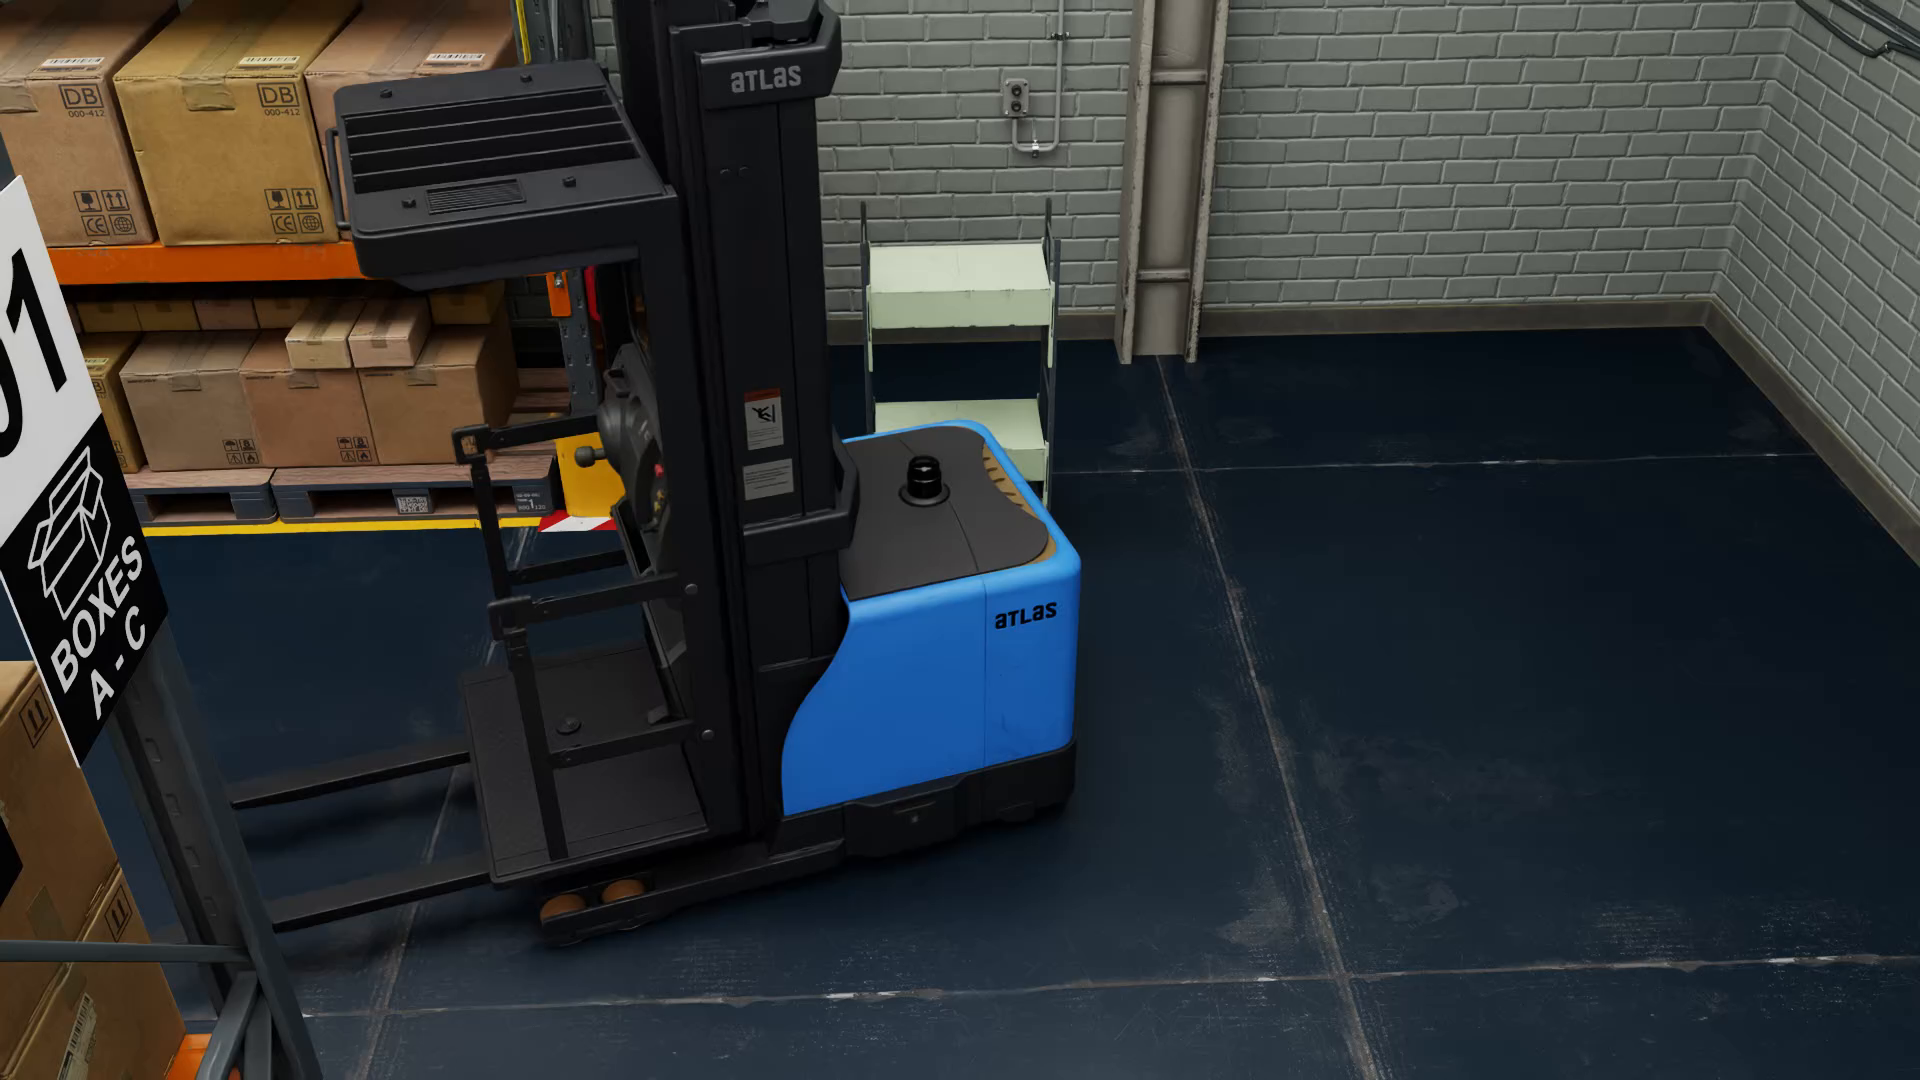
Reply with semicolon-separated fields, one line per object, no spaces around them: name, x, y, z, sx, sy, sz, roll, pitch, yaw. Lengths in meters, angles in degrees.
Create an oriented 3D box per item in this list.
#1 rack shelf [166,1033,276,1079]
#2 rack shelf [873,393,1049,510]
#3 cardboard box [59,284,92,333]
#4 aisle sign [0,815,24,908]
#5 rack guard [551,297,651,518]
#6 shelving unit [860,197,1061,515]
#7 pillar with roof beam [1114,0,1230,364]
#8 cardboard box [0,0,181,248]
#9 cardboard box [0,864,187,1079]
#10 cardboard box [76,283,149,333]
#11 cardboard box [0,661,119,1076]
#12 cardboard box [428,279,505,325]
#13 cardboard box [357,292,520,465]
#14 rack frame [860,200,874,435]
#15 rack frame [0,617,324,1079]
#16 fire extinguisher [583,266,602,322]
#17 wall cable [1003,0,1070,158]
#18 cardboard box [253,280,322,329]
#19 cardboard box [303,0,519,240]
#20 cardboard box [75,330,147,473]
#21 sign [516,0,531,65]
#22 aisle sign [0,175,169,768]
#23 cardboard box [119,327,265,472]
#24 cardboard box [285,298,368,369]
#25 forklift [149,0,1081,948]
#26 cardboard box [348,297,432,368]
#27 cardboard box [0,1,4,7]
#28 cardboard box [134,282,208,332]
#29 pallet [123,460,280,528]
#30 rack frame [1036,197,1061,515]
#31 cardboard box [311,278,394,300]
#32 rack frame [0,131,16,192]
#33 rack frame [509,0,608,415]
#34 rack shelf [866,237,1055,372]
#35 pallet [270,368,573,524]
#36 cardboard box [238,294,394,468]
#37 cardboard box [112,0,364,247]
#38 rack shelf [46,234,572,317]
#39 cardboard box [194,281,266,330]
rack shelf;-3.398;1.497;3.083;4.000;0.370;1.077;-2;35;-2
rack shelf;-0.007;-0.348;7.008;0.720;0.370;0.431;-2;35;-2
cardboard box;-3.995;-1.072;7.421;0.250;0.149;0.380;-1;35;-2
aisle sign;-1.318;0.251;1.967;0.004;0.787;0.394;-2;35;-2
rack guard;-1.615;-0.641;7.737;0.348;0.500;1.175;-2;35;-2
shelving unit;-0.007;-0.617;6.823;0.755;1.500;0.431;-2;35;-2
pillar with roof beam;1.221;-2.253;2.597;0.400;9.000;9.100;-2;35;-2
cardboard box;-3.636;-1.731;6.852;0.700;0.700;0.980;-3;35;-5
cardboard box;-1.856;0.968;3.127;0.500;0.500;0.500;-1;35;-1
cardboard box;-3.737;-1.080;7.432;0.250;0.149;0.380;-2;35;-3
cardboard box;-1.856;0.557;2.843;0.500;0.500;0.500;-1;35;-1
cardboard box;-2.218;-1.121;7.492;0.250;0.149;0.380;-1;35;-2
cardboard box;-2.333;-0.737;7.507;0.500;0.500;0.700;-2;35;-2
rack frame;-0.372;-0.607;6.809;0.023;1.500;0.400;-2;35;-2
rack frame;-1.400;1.147;2.956;0.127;3.000;1.000;-2;35;-2
fire extinguisher;-1.466;-1.225;6.780;0.183;0.674;0.296;-2;35;-2
wall cable;-0.404;-2.658;7.563;1.851;1.984;0.084;-2;35;-2
cardboard box;-2.974;-1.101;7.462;0.250;0.149;0.380;-1;35;-2
cardboard box;-2.148;-1.772;6.911;0.700;0.700;0.980;0;35;0
cardboard box;-3.867;-0.692;7.441;0.500;0.500;0.700;-1;35;-1
sign;-1.627;-1.933;6.182;0.005;0.325;0.100;-2;35;-2
aisle sign;-1.346;-0.090;2.460;0.004;0.787;0.394;-2;35;-2
cardboard box;-3.335;-0.710;7.468;0.500;0.500;0.700;-3;35;-4
cardboard box;-2.708;-0.890;7.157;0.250;0.149;0.380;-1;35;-1
forklift;-1.170;-0.238;5.018;3.031;2.935;1.130;-11;36;-16
cardboard box;-2.453;-0.897;7.168;0.250;0.149;0.380;-2;35;-3
cardboard box;-4.362;-1.706;6.815;0.700;0.700;0.980;-2;35;-3
cardboard box;-3.484;-1.086;7.441;0.250;0.149;0.380;-1;35;-2
pallet;-3.649;-0.425;7.678;1.213;0.211;1.003;-2;35;-2
rack frame;0.359;-0.626;6.837;0.023;1.500;0.400;-2;35;-2
cardboard box;-2.724;-1.107;7.471;0.250;0.149;0.380;-1;35;-2
rack frame;-1.400;-1.320;1.249;0.127;3.000;1.000;-2;35;-2
rack frame;-1.639;-1.668;7.025;0.127;3.000;1.000;-2;35;-2
rack shelf;-0.007;-0.937;6.601;0.720;0.370;0.431;-2;35;-2
pallet;-2.434;-0.456;7.723;1.213;0.211;1.003;-2;35;-2
cardboard box;-2.833;-0.724;7.488;0.500;0.500;0.700;-2;35;-2
cardboard box;-2.874;-1.746;6.874;0.700;0.700;0.980;-2;35;-3
rack shelf;-3.636;-1.319;7.152;4.000;0.370;1.077;-2;35;-2
cardboard box;-3.228;-1.093;7.452;0.250;0.149;0.380;-1;35;-2
